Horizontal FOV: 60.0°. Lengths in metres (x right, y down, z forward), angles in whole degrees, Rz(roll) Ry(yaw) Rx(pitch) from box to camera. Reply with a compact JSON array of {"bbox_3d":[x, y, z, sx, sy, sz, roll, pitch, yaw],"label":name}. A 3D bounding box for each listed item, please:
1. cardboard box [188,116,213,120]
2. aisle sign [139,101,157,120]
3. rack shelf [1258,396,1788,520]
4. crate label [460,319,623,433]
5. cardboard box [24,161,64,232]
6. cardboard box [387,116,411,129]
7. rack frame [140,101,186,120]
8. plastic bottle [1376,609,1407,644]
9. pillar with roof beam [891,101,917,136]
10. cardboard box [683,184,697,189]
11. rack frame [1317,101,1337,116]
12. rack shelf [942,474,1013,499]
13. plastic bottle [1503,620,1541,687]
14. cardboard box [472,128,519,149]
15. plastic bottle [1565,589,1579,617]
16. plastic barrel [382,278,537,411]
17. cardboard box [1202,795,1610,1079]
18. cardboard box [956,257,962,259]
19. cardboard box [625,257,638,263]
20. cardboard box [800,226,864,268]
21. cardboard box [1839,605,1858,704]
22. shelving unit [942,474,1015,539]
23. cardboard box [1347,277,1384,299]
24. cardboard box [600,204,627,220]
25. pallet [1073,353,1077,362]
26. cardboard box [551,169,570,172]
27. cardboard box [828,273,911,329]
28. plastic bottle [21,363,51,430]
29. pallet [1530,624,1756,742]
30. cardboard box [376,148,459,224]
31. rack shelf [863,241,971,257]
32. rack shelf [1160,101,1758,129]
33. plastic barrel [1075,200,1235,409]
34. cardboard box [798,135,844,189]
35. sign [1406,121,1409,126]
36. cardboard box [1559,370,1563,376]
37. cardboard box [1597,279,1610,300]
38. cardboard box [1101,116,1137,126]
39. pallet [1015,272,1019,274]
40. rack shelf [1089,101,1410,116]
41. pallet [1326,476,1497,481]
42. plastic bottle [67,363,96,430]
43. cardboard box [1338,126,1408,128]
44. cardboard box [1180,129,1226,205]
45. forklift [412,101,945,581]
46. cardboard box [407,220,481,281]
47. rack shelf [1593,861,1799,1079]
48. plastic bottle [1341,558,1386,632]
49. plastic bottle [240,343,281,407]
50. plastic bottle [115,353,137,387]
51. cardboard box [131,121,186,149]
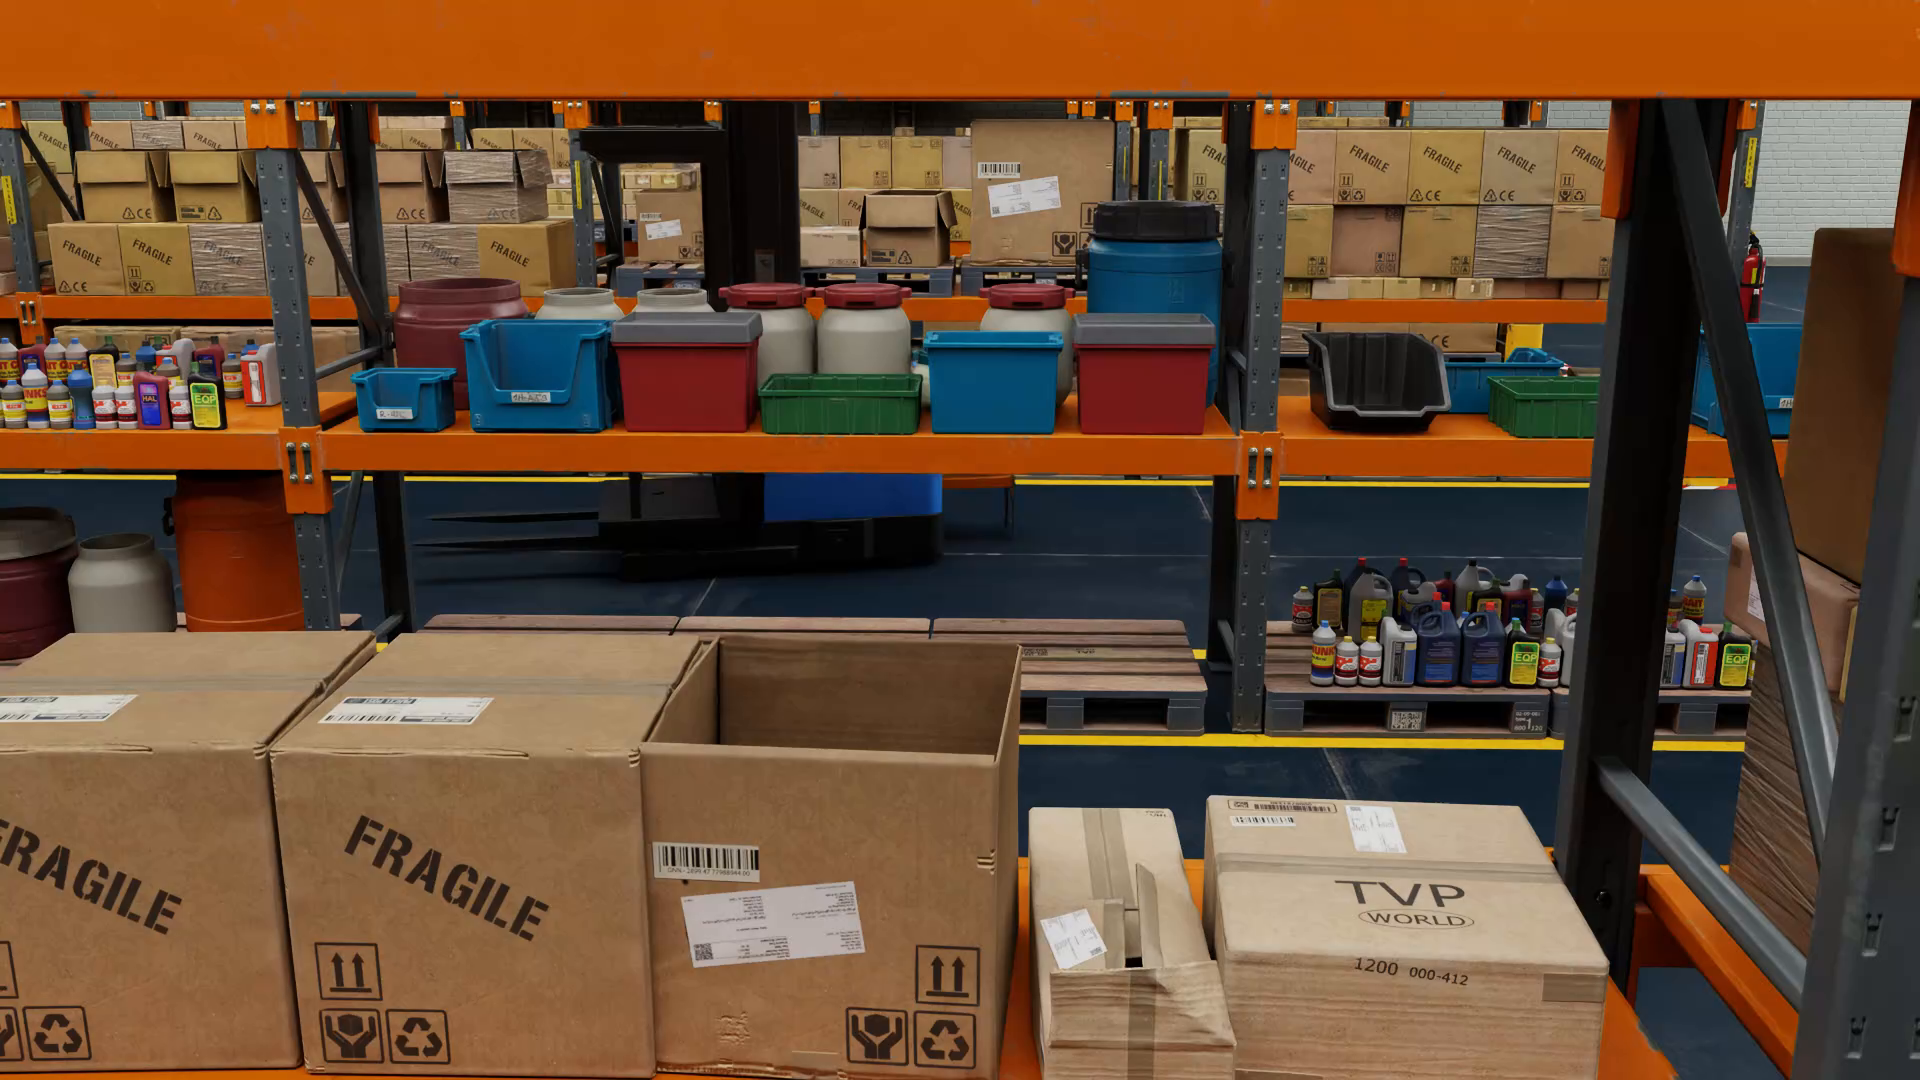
[{"bbox_3d":[-9.754,-5.399,21.497,0.250,0.149,0.380,1,15,3],"label":"cardboard box"},{"bbox_3d":[-10.445,-5.794,21.324,0.004,0.787,0.394,0,15,1],"label":"aisle sign"},{"bbox_3d":[3.250,-0.381,7.313,4.000,0.370,1.077,0,15,1],"label":"rack shelf"},{"bbox_3d":[-1.761,-0.709,7.079,0.616,0.435,0.502,0,15,1],"label":"crate label"},{"bbox_3d":[-7.092,-2.559,12.401,0.500,0.500,0.500,0,15,1],"label":"cardboard box"},{"bbox_3d":[-7.193,-5.384,21.439,0.250,0.149,0.380,0,15,1],"label":"cardboard box"},{"bbox_3d":[-10.366,-4.610,21.934,0.127,3.000,1.000,0,15,1],"label":"rack frame"},{"bbox_3d":[1.884,0.441,7.251,0.133,0.283,0.061,0,15,1],"label":"plastic bottle"},{"bbox_3d":[-1.029,-7.848,22.447,0.400,9.000,9.100,0,15,1],"label":"pillar with roof beam"},{"bbox_3d":[-2.871,-3.575,17.096,0.250,0.149,0.380,1,15,4],"label":"cardboard box"},{"bbox_3d":[5.752,-5.772,26.337,0.127,3.000,1.000,0,15,1],"label":"rack frame"},{"bbox_3d":[0.072,-0.349,10.352,0.480,0.148,0.258,-3,15,-9],"label":"rack shelf"},{"bbox_3d":[2.400,0.483,7.091,0.133,0.283,0.061,1,15,4],"label":"plastic bottle"},{"bbox_3d":[-5.934,-5.040,21.406,0.500,0.500,0.500,1,15,2],"label":"cardboard box"},{"bbox_3d":[2.903,0.330,7.832,0.097,0.201,0.097,0,15,0],"label":"plastic bottle"},{"bbox_3d":[-2.276,-0.908,7.634,0.708,0.536,0.600,0,15,1],"label":"plastic barrel"},{"bbox_3d":[0.627,0.602,2.472,0.500,0.250,0.500,1,15,5],"label":"cardboard box"},{"bbox_3d":[-0.295,-4.865,26.730,0.625,0.625,0.875,0,15,-1],"label":"cardboard box"},{"bbox_3d":[-3.948,-3.766,22.077,0.875,0.875,0.875,1,15,2],"label":"cardboard box"},{"bbox_3d":[-0.952,-2.092,11.859,0.500,0.250,0.500,0,15,0],"label":"cardboard box"},{"bbox_3d":[1.384,0.211,2.194,0.250,0.149,0.380,0,15,1],"label":"cardboard box"},{"bbox_3d":[0.072,-0.606,10.284,0.503,1.200,0.258,-3,15,-9],"label":"shelving unit"},{"bbox_3d":[2.835,-1.803,11.787,0.250,0.149,0.380,0,15,1],"label":"cardboard box"},{"bbox_3d":[-3.404,-3.266,16.509,0.250,0.149,0.380,1,15,2],"label":"cardboard box"},{"bbox_3d":[0.832,-1.906,17.152,1.213,0.211,1.003,0,15,1],"label":"pallet"},{"bbox_3d":[-4.165,-3.725,17.081,0.250,0.149,0.380,1,15,3],"label":"cardboard box"},{"bbox_3d":[-0.913,-2.379,17.062,0.750,0.750,1.050,1,15,2],"label":"cardboard box"},{"bbox_3d":[-3.898,-0.609,7.020,0.097,0.271,0.097,0,15,0],"label":"plastic bottle"},{"bbox_3d":[3.144,0.629,7.542,1.213,0.211,1.003,0,15,1],"label":"pallet"},{"bbox_3d":[-4.003,-2.578,12.069,0.637,0.503,0.797,1,15,3],"label":"cardboard box"},{"bbox_3d":[-0.394,-2.934,16.992,4.000,0.370,1.077,0,15,1],"label":"rack shelf"},{"bbox_3d":[3.377,-3.094,11.718,4.000,0.370,1.077,0,15,1],"label":"rack shelf"},{"bbox_3d":[0.872,-1.064,7.509,0.708,0.901,0.600,0,15,1],"label":"plastic barrel"},{"bbox_3d":[-1.439,-3.818,16.777,0.500,0.500,0.700,0,15,1],"label":"cardboard box"},{"bbox_3d":[5.595,-5.077,20.815,0.005,0.325,0.100,0,15,1],"label":"sign"},{"bbox_3d":[4.154,-0.977,12.238,0.500,0.500,0.500,4,15,16],"label":"cardboard box"},{"bbox_3d":[4.585,-1.797,11.762,0.250,0.149,0.380,0,15,1],"label":"cardboard box"},{"bbox_3d":[2.065,-5.149,21.239,0.500,0.500,0.700,0,15,1],"label":"cardboard box"},{"bbox_3d":[1.016,-4.444,26.772,1.213,0.211,1.003,0,15,1],"label":"pallet"},{"bbox_3d":[3.630,-5.621,21.297,4.000,0.370,1.077,0,15,1],"label":"rack shelf"},{"bbox_3d":[3.272,-0.654,12.404,1.213,0.211,1.003,0,15,1],"label":"pallet"},{"bbox_3d":[-3.703,-0.607,7.015,0.097,0.271,0.097,0,15,0],"label":"plastic bottle"},{"bbox_3d":[4.125,-3.868,16.711,0.550,0.550,0.875,0,15,1],"label":"cardboard box"},{"bbox_3d":[1.821,-2.613,11.623,0.500,0.500,0.500,0,15,1],"label":"cardboard box"},{"bbox_3d":[-1.657,-1.329,9.633,3.031,2.935,1.130,-3,15,-10],"label":"forklift"},{"bbox_3d":[-3.619,-2.024,11.935,0.500,0.500,0.500,0,15,1],"label":"cardboard box"},{"bbox_3d":[3.120,0.882,2.526,4.000,0.370,1.077,0,15,1],"label":"rack shelf"},{"bbox_3d":[1.902,0.257,7.816,0.185,0.351,0.144,0,15,0],"label":"plastic bottle"},{"bbox_3d":[-3.176,-0.754,7.562,0.135,0.276,0.152,0,15,1],"label":"plastic bottle"},{"bbox_3d":[-3.883,-0.769,7.762,0.097,0.201,0.097,0,15,0],"label":"plastic bottle"},{"bbox_3d":[-7.897,-3.940,16.654,0.500,0.500,0.500,1,15,3],"label":"cardboard box"}]
